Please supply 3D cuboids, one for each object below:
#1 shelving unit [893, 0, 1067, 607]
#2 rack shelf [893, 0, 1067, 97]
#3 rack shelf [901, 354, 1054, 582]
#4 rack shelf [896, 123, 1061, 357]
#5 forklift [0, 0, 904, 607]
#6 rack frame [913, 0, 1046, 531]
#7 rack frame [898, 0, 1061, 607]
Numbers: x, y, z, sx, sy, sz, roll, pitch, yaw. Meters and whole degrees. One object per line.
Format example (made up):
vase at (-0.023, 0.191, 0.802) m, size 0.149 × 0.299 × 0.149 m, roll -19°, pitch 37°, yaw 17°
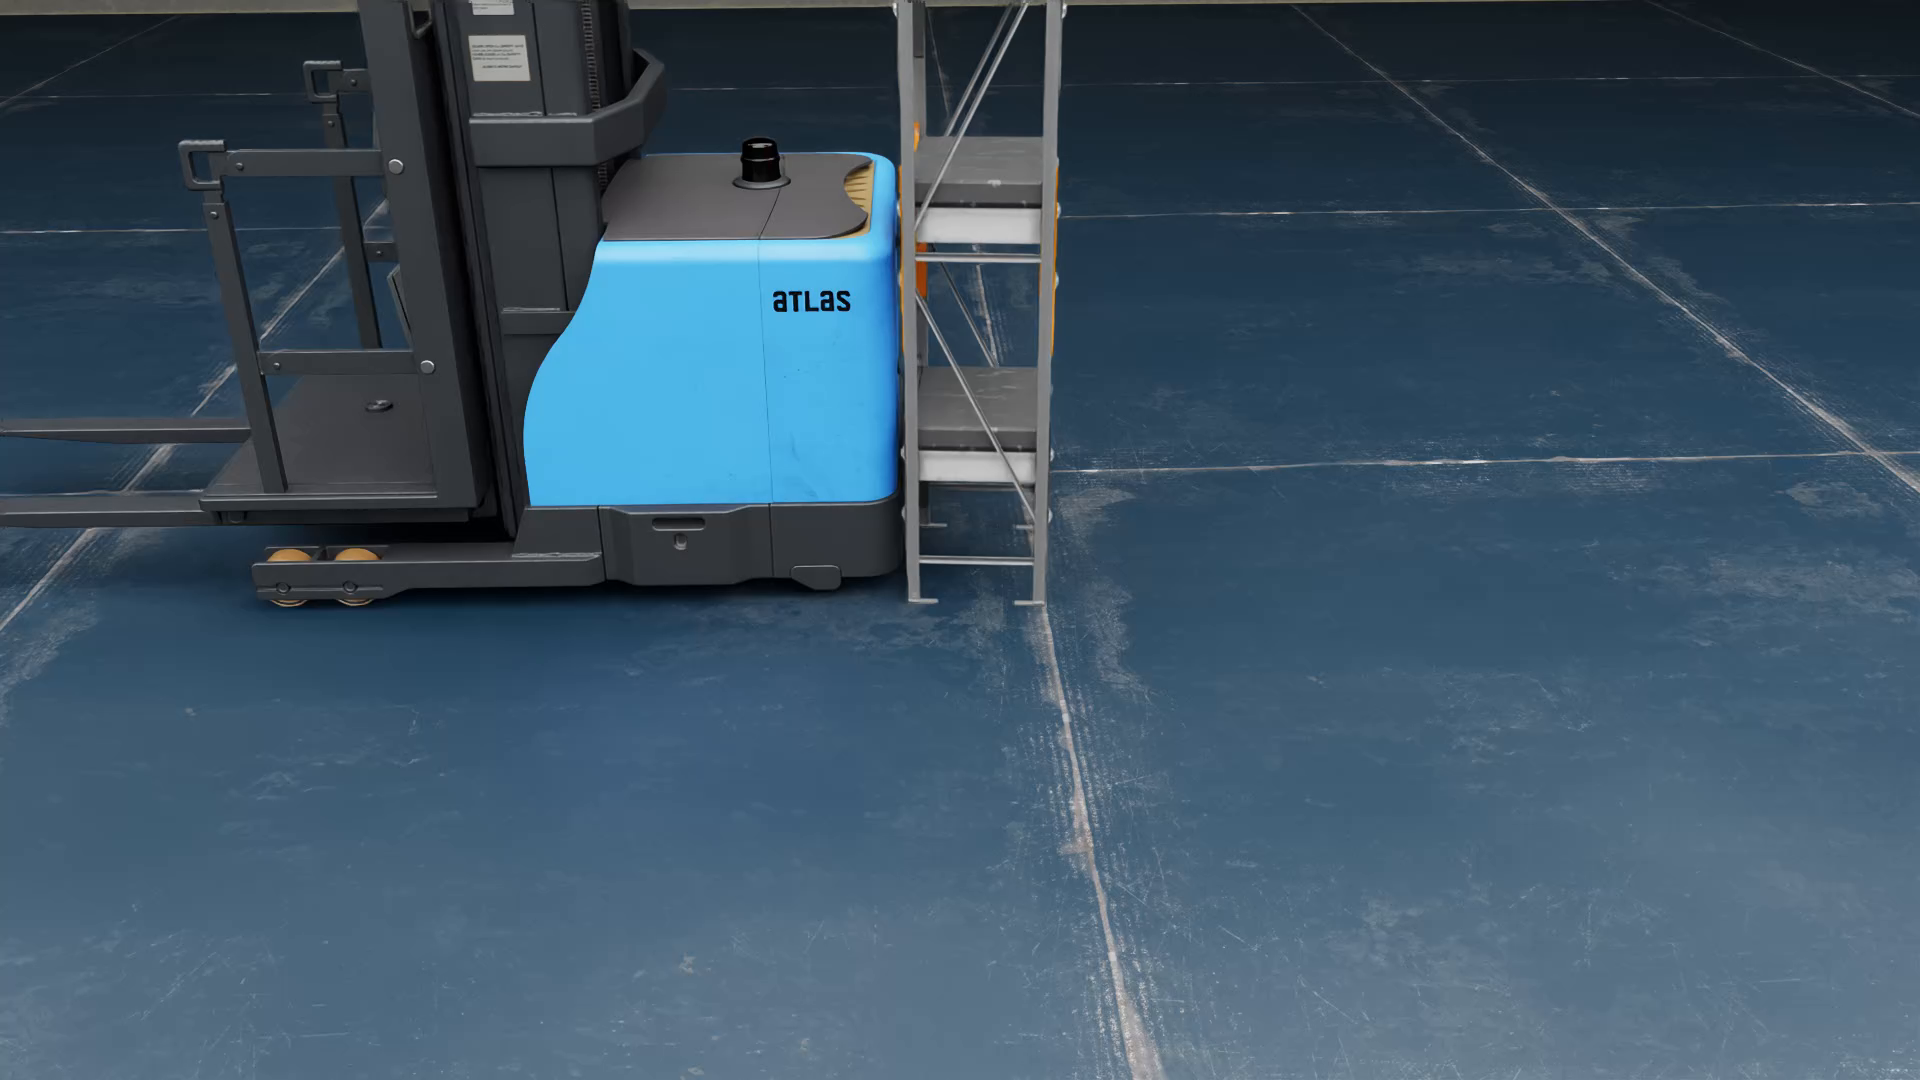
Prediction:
shelving unit at (0.059, -0.855, 4.619) m, size 0.431 × 2.100 × 0.503 m, roll 1°, pitch 28°, yaw 2°
rack shelf at (0.059, -1.464, 4.301) m, size 0.431 × 0.518 × 0.480 m, roll 1°, pitch 28°, yaw 2°
rack shelf at (0.059, -0.222, 4.949) m, size 0.431 × 0.518 × 0.480 m, roll 1°, pitch 28°, yaw 2°
rack shelf at (0.059, -0.843, 4.625) m, size 0.431 × 0.518 × 0.480 m, roll 1°, pitch 28°, yaw 2°
forklift at (-1.697, -1.352, 4.672) m, size 3.031 × 2.935 × 1.130 m, roll -1°, pitch 28°, yaw -1°
rack frame at (0.069, -0.968, 4.835) m, size 0.400 × 2.100 × 0.015 m, roll 1°, pitch 28°, yaw 2°
rack frame at (0.048, -0.742, 4.403) m, size 0.400 × 2.100 × 0.015 m, roll 1°, pitch 28°, yaw 2°
